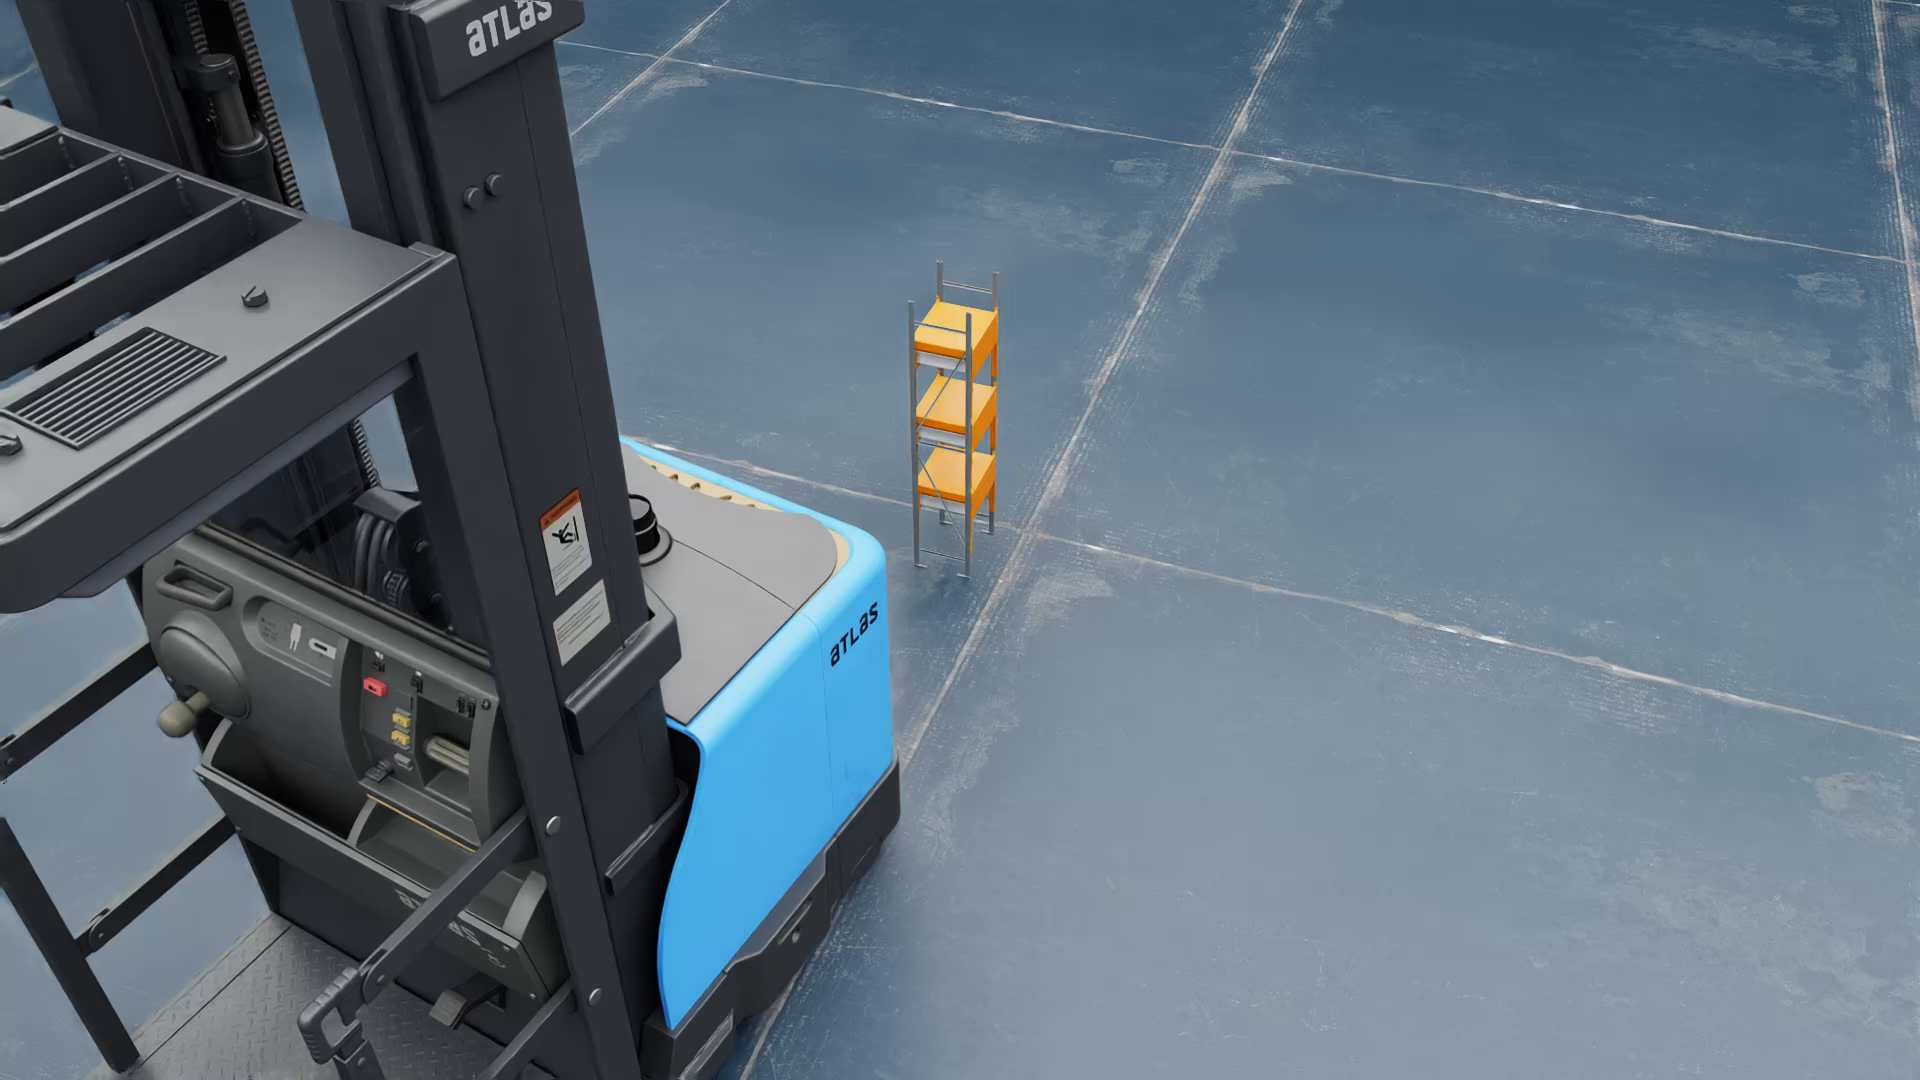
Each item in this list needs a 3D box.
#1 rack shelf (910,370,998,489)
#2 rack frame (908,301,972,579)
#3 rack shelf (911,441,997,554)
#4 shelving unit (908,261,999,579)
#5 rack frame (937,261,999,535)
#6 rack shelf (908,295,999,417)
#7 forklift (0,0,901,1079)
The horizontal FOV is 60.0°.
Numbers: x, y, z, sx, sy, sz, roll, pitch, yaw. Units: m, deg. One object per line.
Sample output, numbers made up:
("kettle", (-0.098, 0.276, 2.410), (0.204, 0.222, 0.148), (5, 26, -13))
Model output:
("rack shelf", (-0.018, -0.359, 5.378), (0.215, 0.259, 0.240), (13, 42, 15))
("rack frame", (-0.060, -0.292, 5.284), (0.200, 1.050, 0.008), (13, 42, 15))
("rack shelf", (-0.018, -0.147, 5.558), (0.215, 0.259, 0.240), (13, 42, 15))
("shelving unit", (-0.018, -0.367, 5.371), (0.215, 1.050, 0.252), (13, 42, 15))
("rack frame", (0.023, -0.441, 5.458), (0.200, 1.050, 0.008), (13, 42, 15))
("rack shelf", (-0.018, -0.575, 5.194), (0.215, 0.259, 0.240), (13, 42, 15))
("forklift", (-1.348, 0.364, 3.065), (1.130, 2.935, 3.031), (21, 45, 23))
